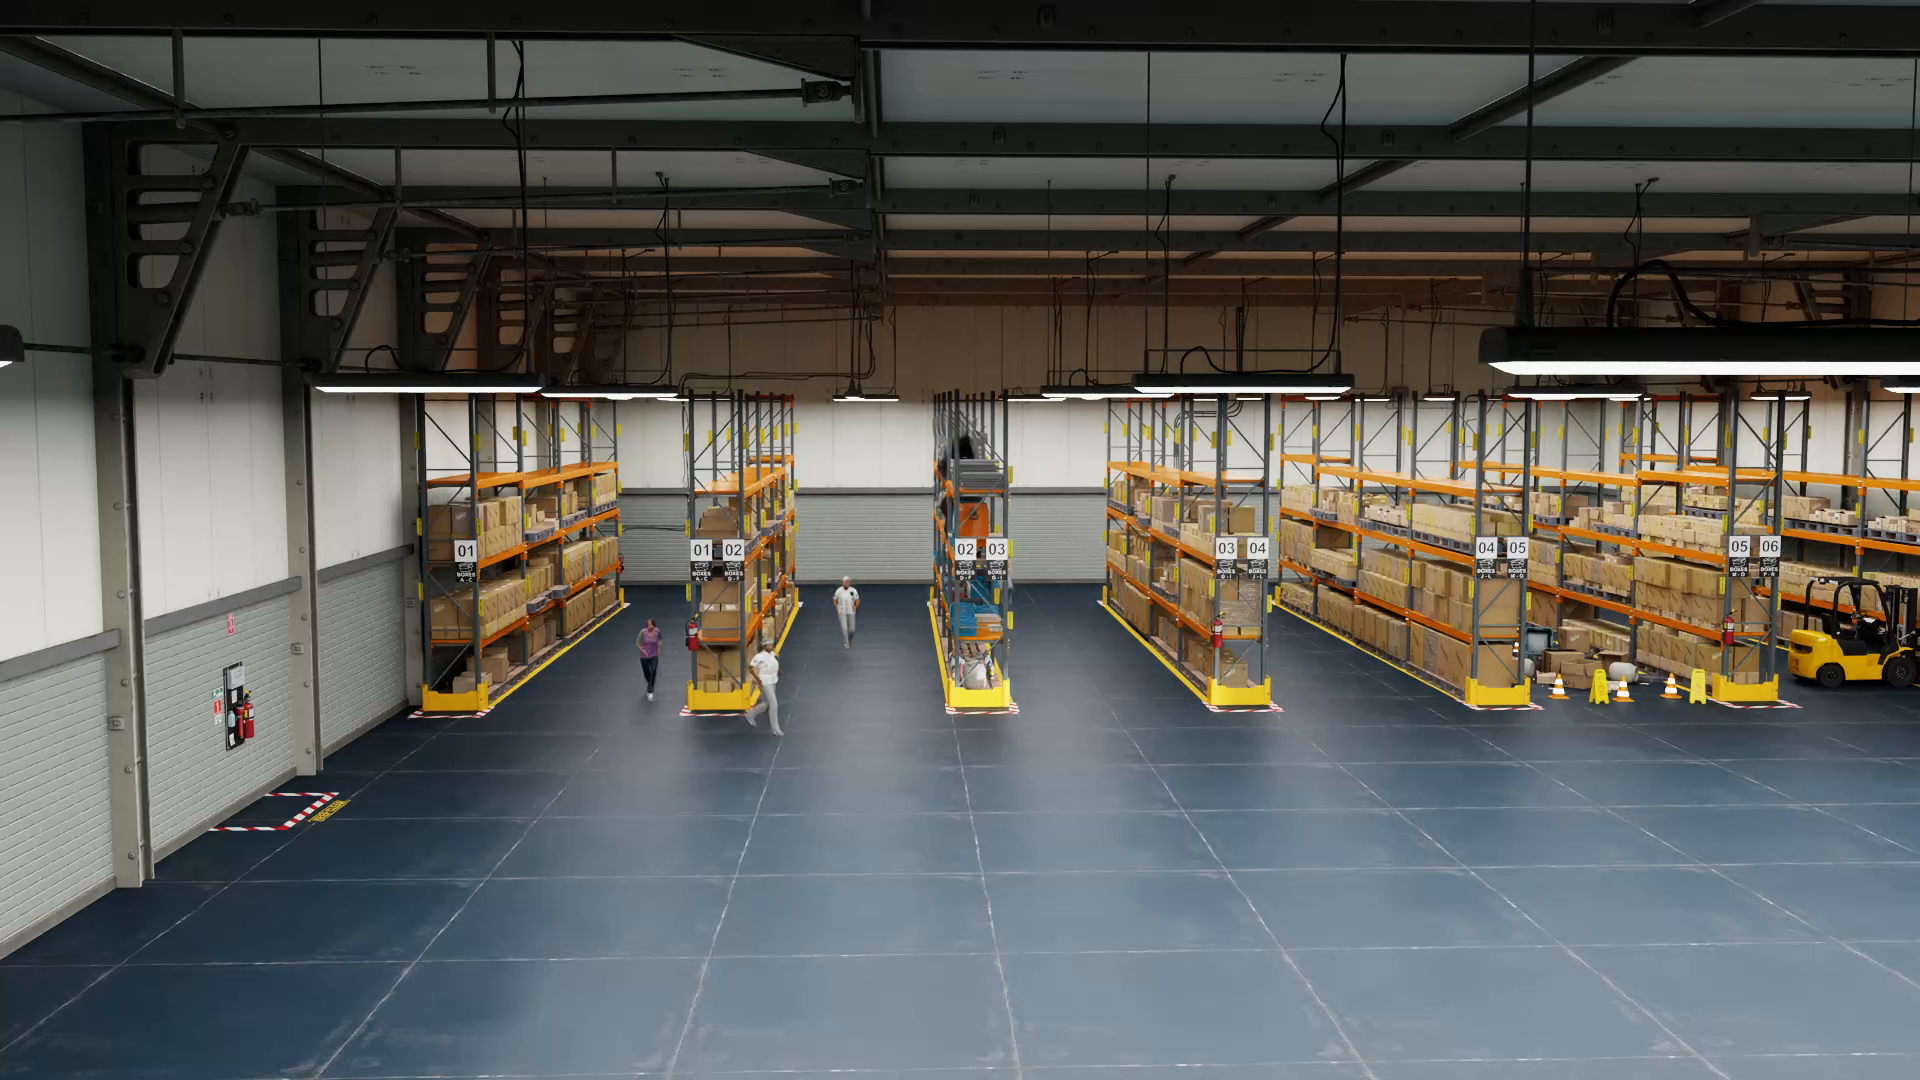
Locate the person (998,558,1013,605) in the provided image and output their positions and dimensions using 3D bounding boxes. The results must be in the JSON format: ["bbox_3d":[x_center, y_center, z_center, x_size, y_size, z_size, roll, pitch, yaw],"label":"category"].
[{"bbox_3d":[1.186,1.015,47.493,0.706,1.772,0.606,-1,5,-16],"label":"person"}]

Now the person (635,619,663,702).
[{"bbox_3d":[-6.071,2.296,32.498,0.541,1.584,1.000,-1,5,-12],"label":"person"}]

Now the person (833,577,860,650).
[{"bbox_3d":[-2.523,1.639,36.939,0.601,1.631,0.550,-1,5,-7],"label":"person"}]

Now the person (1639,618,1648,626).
[{"bbox_3d":[16.489,1.697,39.751,0.583,1.636,0.740,-1,5,-6],"label":"person"}]

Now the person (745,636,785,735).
[{"bbox_3d":[-3.399,2.529,29.013,0.833,1.734,0.579,2,5,27],"label":"person"}]
